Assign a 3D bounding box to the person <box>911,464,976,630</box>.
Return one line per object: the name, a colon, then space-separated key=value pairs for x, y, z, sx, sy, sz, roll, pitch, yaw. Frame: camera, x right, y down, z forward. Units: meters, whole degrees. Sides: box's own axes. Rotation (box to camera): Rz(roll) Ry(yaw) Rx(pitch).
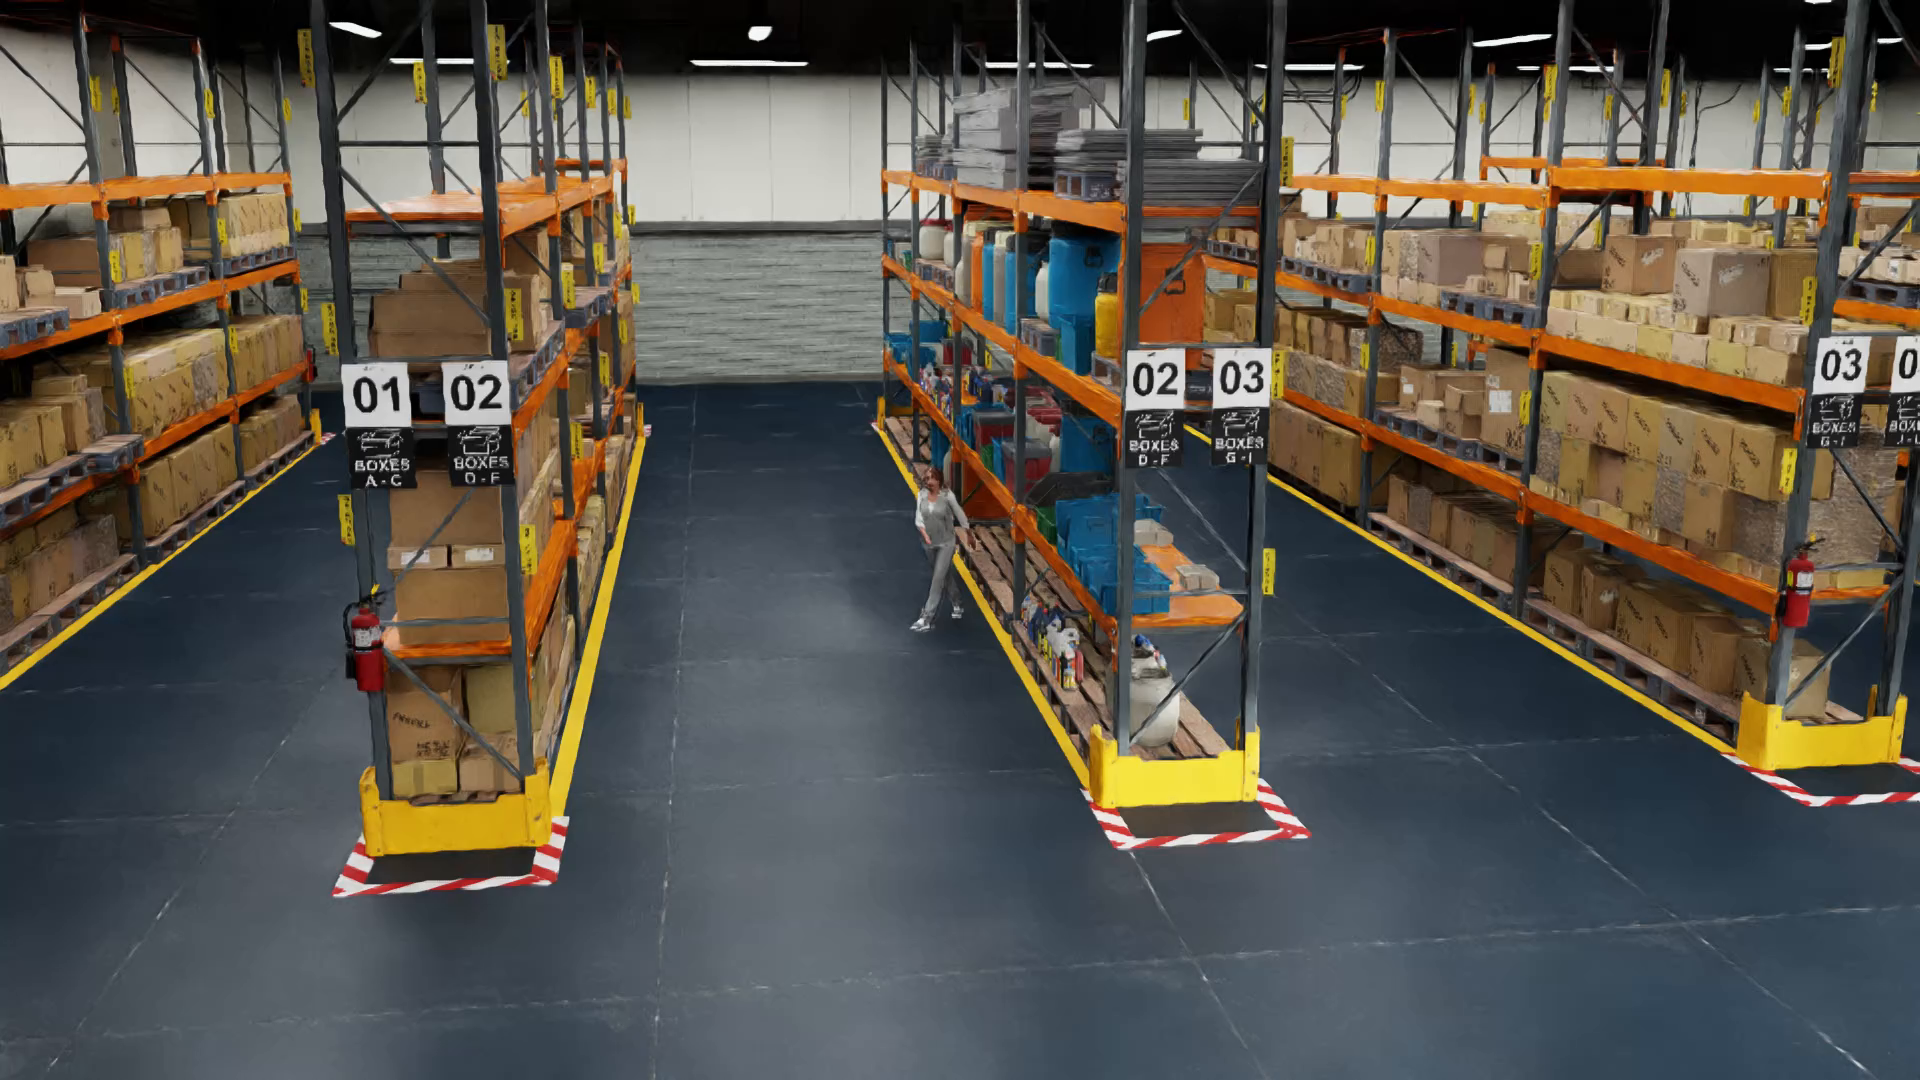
person: x=-0.201 y=0.058 z=15.769 sx=0.474 sy=1.523 sz=0.919 roll=7 pitch=15 yaw=26
